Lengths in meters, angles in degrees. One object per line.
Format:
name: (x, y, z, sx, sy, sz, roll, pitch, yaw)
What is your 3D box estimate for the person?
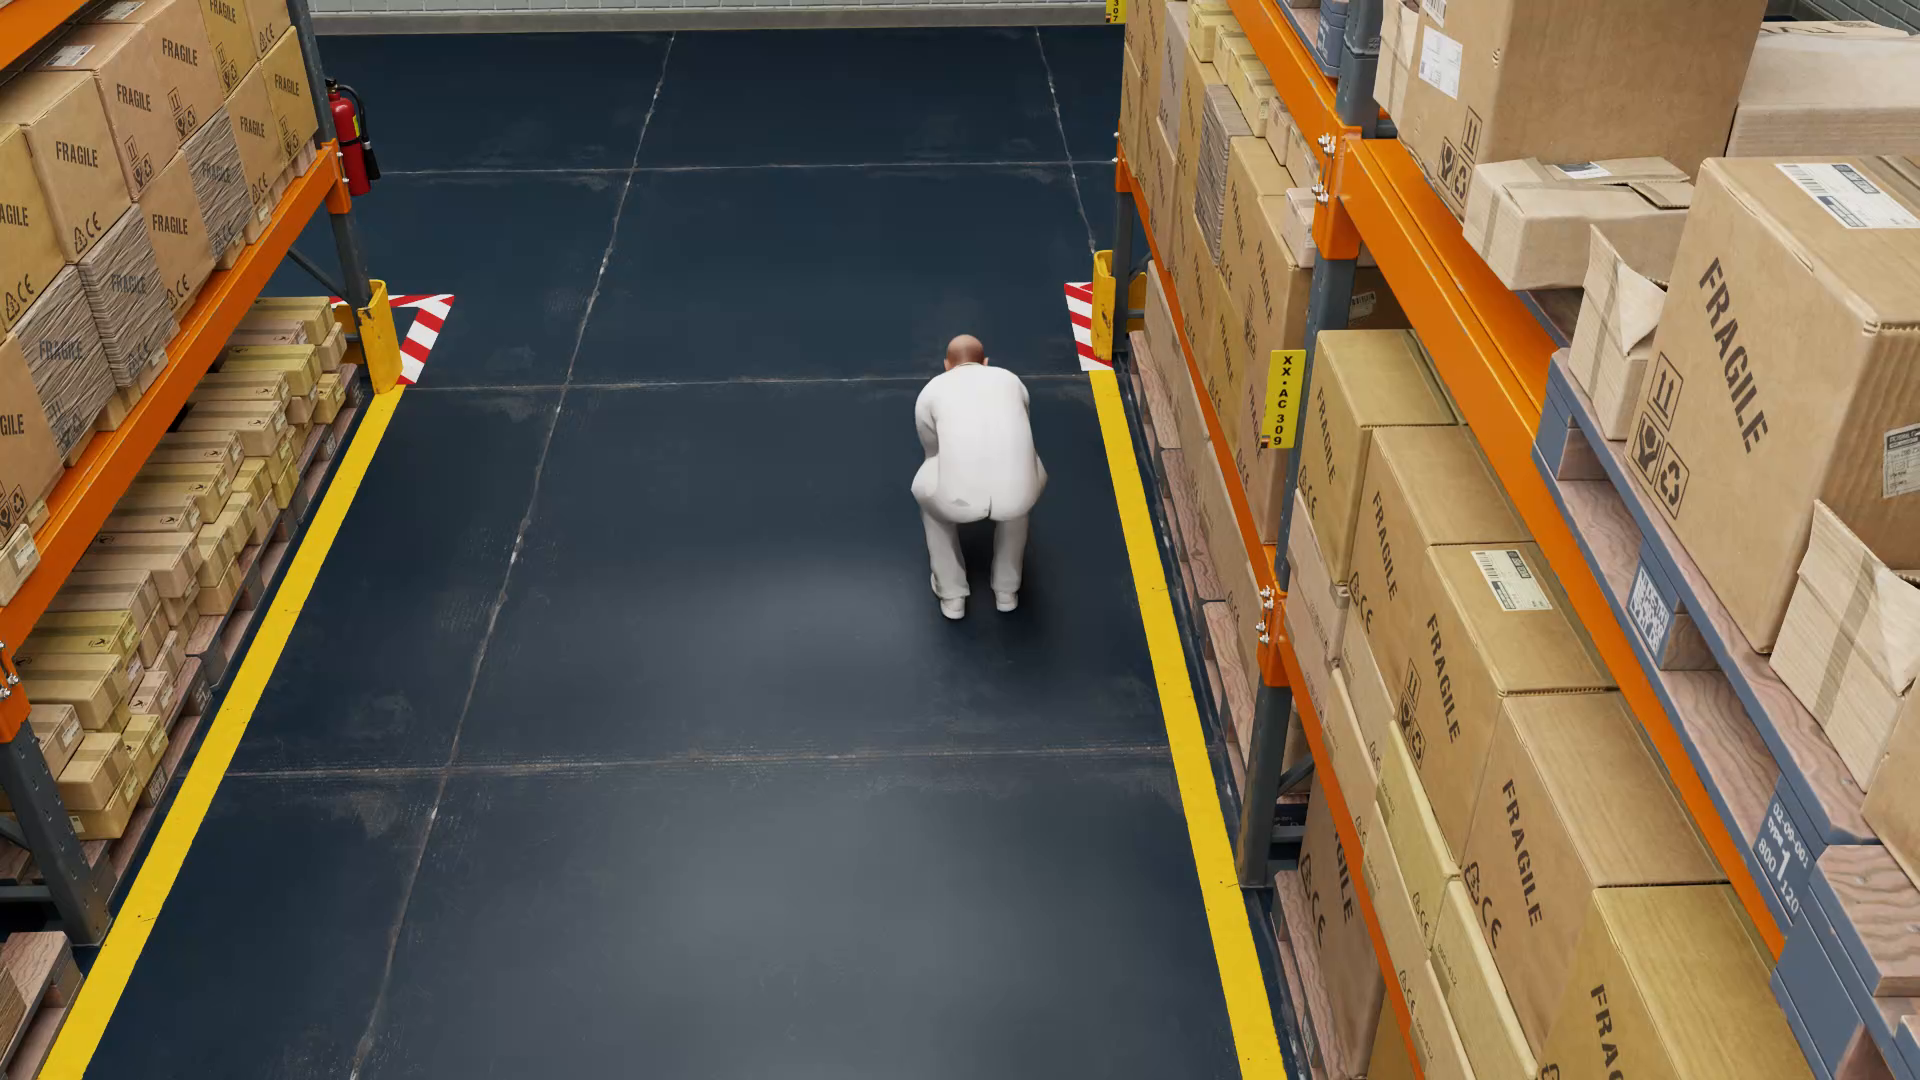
person: (0.075, -0.253, 7.193, 0.591, 1.013, 0.936, -3, 35, -4)
